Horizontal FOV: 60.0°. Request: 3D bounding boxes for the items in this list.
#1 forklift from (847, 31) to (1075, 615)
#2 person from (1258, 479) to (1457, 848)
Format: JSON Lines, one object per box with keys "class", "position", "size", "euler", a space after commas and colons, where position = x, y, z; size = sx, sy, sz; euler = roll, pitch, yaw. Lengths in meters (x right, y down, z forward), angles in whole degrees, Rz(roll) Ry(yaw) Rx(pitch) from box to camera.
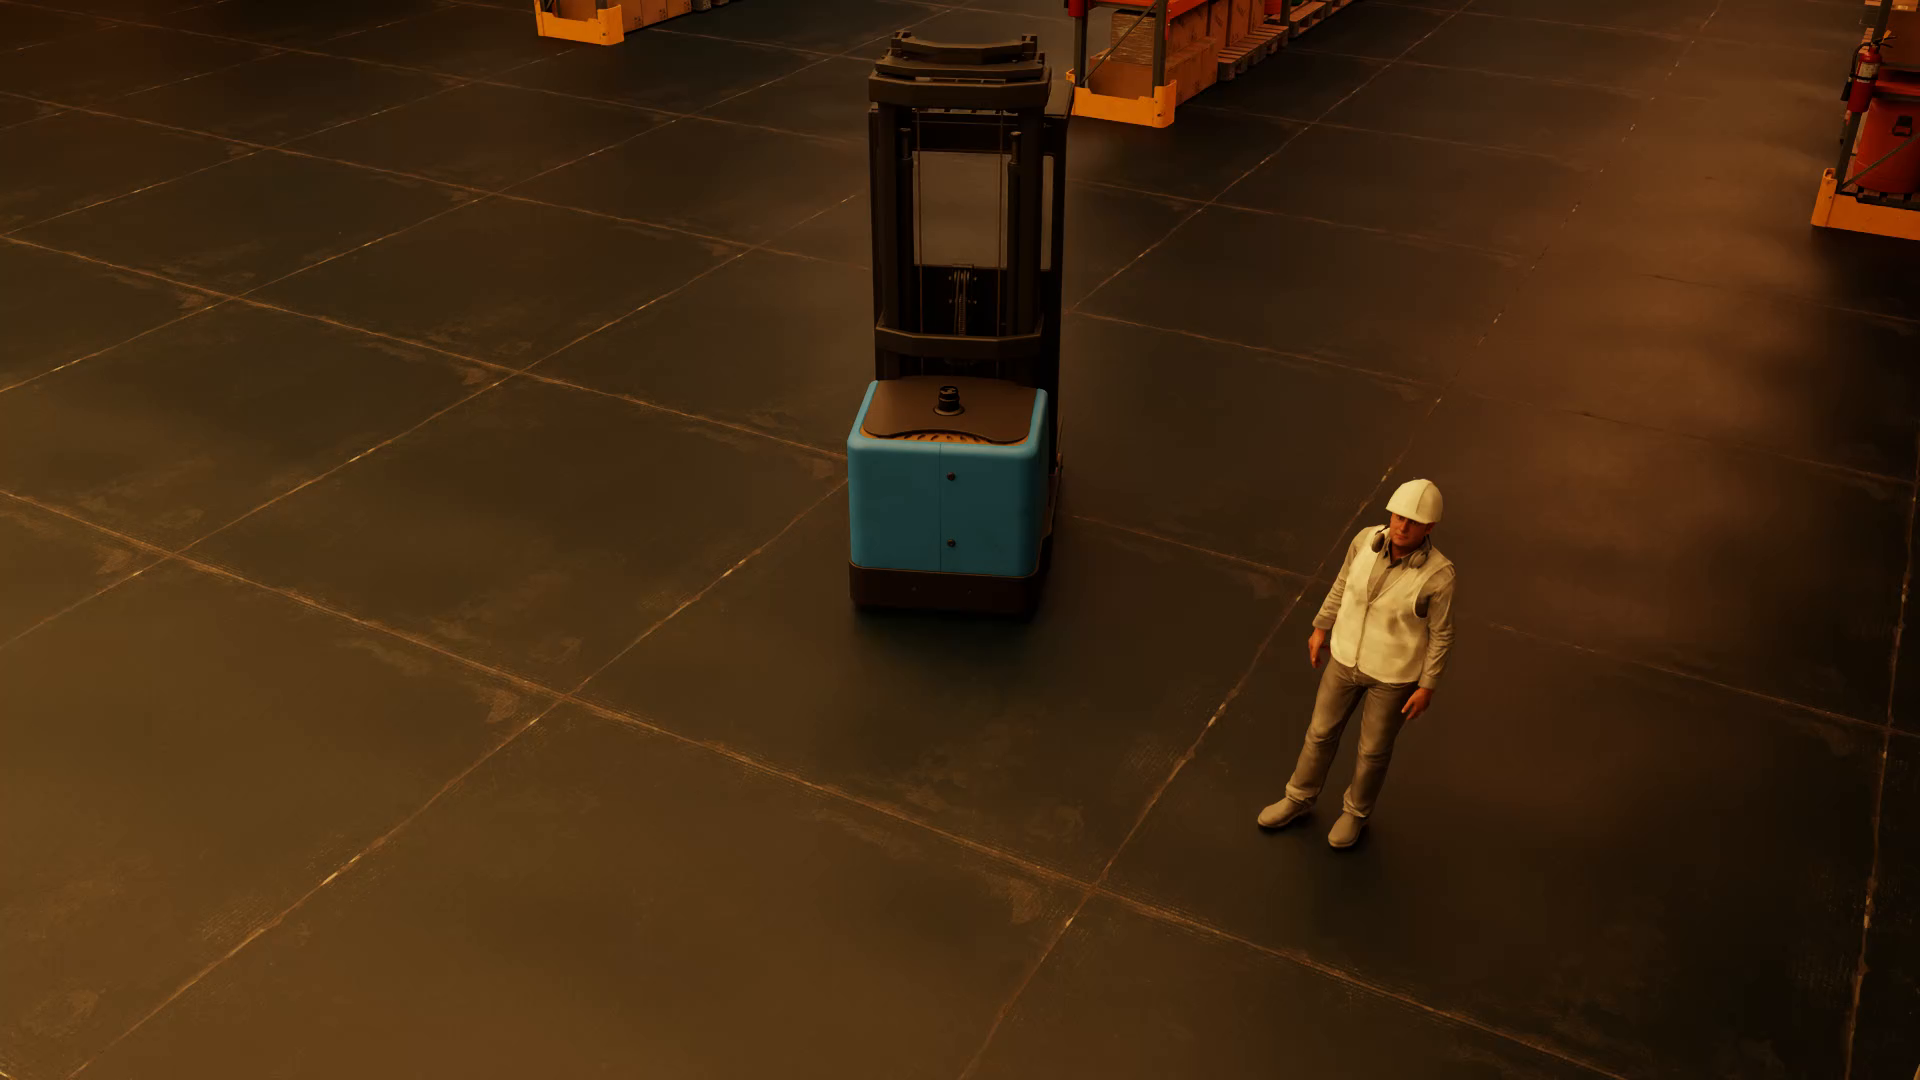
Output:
{"class": "forklift", "position": [0.072, -1.572, 9.794], "size": [1.130, 2.935, 3.031], "euler": [3, 30, 6]}
{"class": "person", "position": [1.770, 0.561, 7.242], "size": [0.566, 1.776, 0.633], "euler": [-26, 39, -37]}
